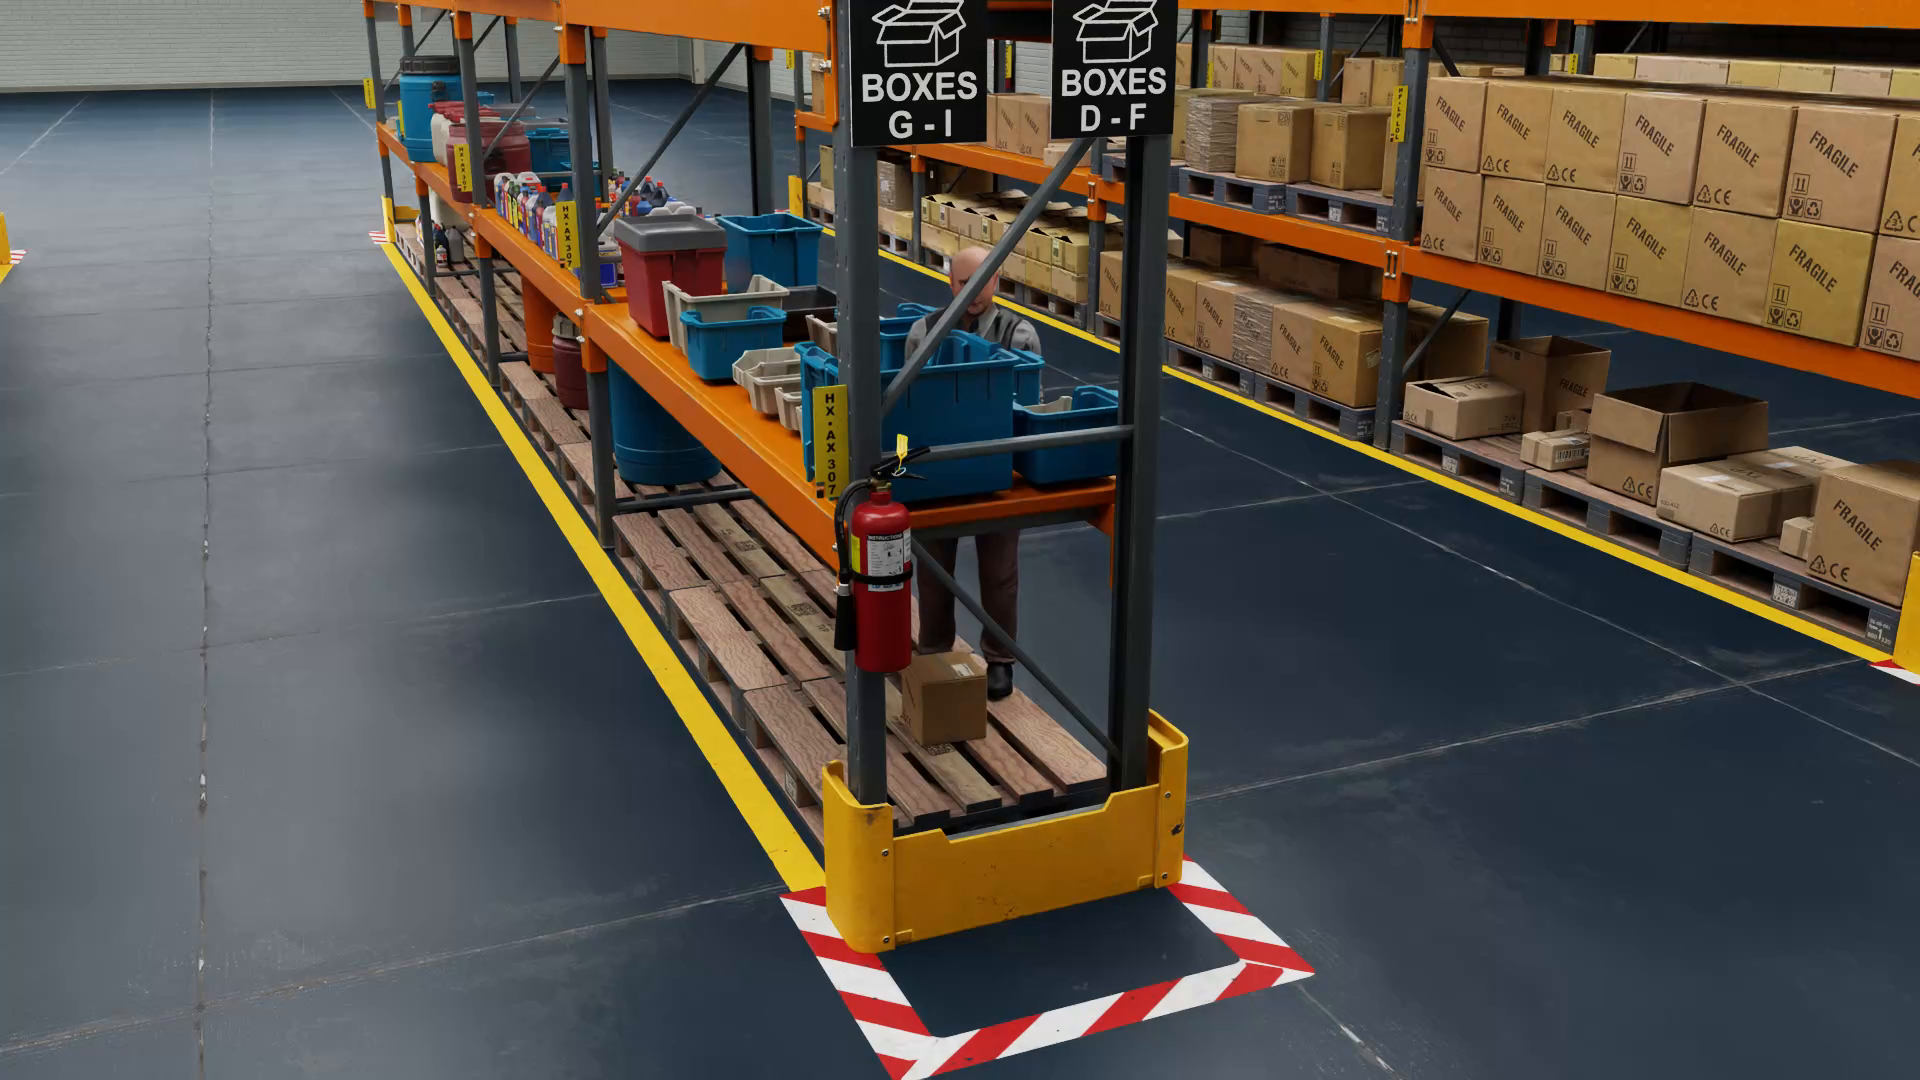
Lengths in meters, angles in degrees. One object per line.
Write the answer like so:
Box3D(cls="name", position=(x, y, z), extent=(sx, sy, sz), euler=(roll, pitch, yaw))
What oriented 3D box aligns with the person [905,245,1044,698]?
Box3D(cls="person", position=(0.047, -0.248, 6.280), extent=(0.534, 1.712, 0.358), euler=(3, 19, 10))
